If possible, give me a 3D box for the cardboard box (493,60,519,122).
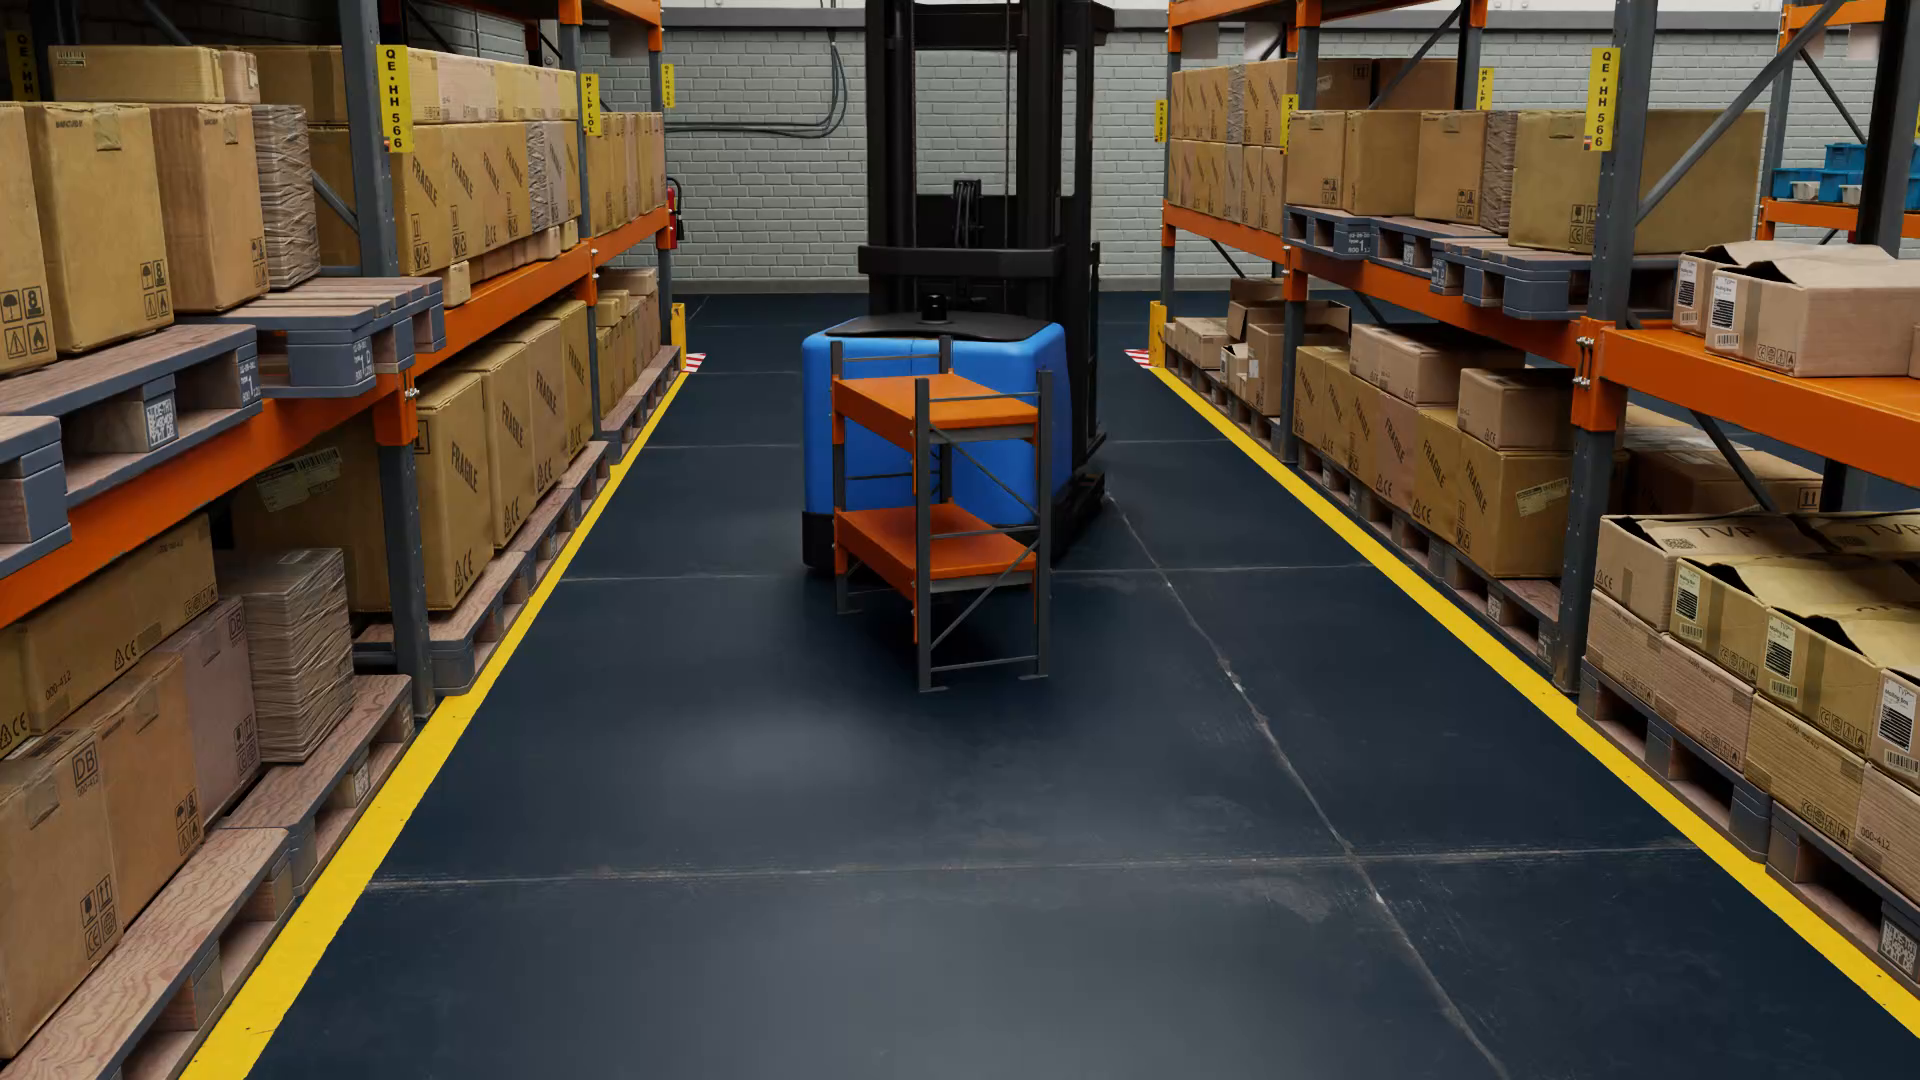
[{"bbox_3d":[-2.187,-1.913,7.097,0.500,0.250,0.500,-1,14,-5],"label":"cardboard box"}]

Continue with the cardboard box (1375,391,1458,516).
[{"bbox_3d":[2.272,-0.414,7.747,0.500,0.500,0.500,-1,14,-6],"label":"cardboard box"}]

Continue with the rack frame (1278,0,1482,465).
[{"bbox_3d":[2.387,-1.918,9.460,1.000,3.000,0.127,-1,14,-3],"label":"rack frame"}]

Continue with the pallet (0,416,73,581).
[{"bbox_3d":[-1.963,0.050,2.198,1.003,0.211,1.213,-1,14,-3],"label":"pallet"}]

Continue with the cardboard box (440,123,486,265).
[{"bbox_3d":[-2.107,-1.303,6.232,0.500,0.500,0.500,0,14,-2],"label":"cardboard box"}]

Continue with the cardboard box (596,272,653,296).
[{"bbox_3d":[-2.455,-1.877,12.173,0.380,0.149,0.250,0,14,-2],"label":"cardboard box"}]

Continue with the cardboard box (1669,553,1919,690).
[{"bbox_3d":[2.415,0.199,4.783,0.500,0.311,0.500,-1,14,-5],"label":"cardboard box"}]

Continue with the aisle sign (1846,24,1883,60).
[{"bbox_3d":[7.371,-4.269,13.383,0.394,0.787,0.004,-1,14,-3],"label":"aisle sign"}]

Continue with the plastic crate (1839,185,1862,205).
[{"bbox_3d":[6.749,-2.573,12.416,0.250,0.136,0.298,-1,14,-3],"label":"plastic crate"}]

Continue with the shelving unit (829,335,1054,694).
[{"bbox_3d":[-0.095,-0.143,6.324,0.538,1.125,1.048,-5,15,-20],"label":"shelving unit"}]

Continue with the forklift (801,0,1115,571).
[{"bbox_3d":[0.144,-1.571,8.251,1.130,2.935,3.031,3,15,13],"label":"forklift"}]

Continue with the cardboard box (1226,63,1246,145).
[{"bbox_3d":[2.032,-2.825,10.778,0.500,0.500,0.500,-1,14,-3],"label":"cardboard box"}]

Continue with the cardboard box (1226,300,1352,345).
[{"bbox_3d":[2.266,-1.389,11.532,0.797,0.503,0.637,-1,14,-3],"label":"cardboard box"}]

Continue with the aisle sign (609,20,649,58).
[{"bbox_3d":[-2.510,-4.117,12.789,0.394,0.787,0.004,-1,14,-3],"label":"aisle sign"}]

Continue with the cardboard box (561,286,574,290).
[{"bbox_3d":[-2.773,-1.619,11.172,0.380,0.149,0.250,-1,14,-4],"label":"cardboard box"}]

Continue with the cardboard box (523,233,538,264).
[{"bbox_3d":[-2.219,-1.395,7.891,0.380,0.149,0.250,-1,14,-3],"label":"cardboard box"}]

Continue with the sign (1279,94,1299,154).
[{"bbox_3d":[1.846,-2.327,9.312,0.100,0.325,0.005,-1,14,-3],"label":"sign"}]

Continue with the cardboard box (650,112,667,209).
[{"bbox_3d":[-2.763,-2.854,12.496,0.980,0.700,0.700,0,14,-1],"label":"cardboard box"}]

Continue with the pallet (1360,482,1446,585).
[{"bbox_3d":[2.554,-0.061,7.841,1.003,0.211,1.213,-1,14,-3],"label":"pallet"}]

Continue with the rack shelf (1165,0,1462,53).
[{"bbox_3d":[2.263,-3.519,11.109,1.077,0.370,4.000,-1,14,-3],"label":"rack shelf"}]

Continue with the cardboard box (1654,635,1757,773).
[{"bbox_3d":[2.406,0.465,4.874,0.500,0.250,0.500,-1,14,-5],"label":"cardboard box"}]

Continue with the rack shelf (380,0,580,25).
[{"bbox_3d":[-2.433,-2.447,6.942,1.077,0.370,4.000,-1,14,-3],"label":"rack shelf"}]

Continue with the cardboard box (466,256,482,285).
[{"bbox_3d":[-2.206,-1.139,6.896,0.380,0.149,0.250,-1,14,-3],"label":"cardboard box"}]

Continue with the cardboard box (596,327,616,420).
[{"bbox_3d":[-2.501,-1.021,10.147,0.700,0.500,0.500,-1,14,-3],"label":"cardboard box"}]

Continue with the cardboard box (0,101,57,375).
[{"bbox_3d":[-2.158,-0.542,3.028,0.700,0.500,0.500,1,14,4],"label":"cardboard box"}]

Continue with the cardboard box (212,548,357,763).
[{"bbox_3d":[-2.212,0.330,4.857,0.700,0.500,0.500,-1,14,-3],"label":"cardboard box"}]

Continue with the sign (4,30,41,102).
[{"bbox_3d":[-2.863,-1.397,5.112,0.100,0.325,0.005,-1,14,-3],"label":"sign"}]

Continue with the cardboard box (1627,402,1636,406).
[{"bbox_3d":[2.790,-0.428,7.802,0.500,0.500,0.500,-1,14,-5],"label":"cardboard box"}]

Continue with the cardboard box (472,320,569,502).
[{"bbox_3d":[-2.329,-0.622,7.895,0.750,0.750,0.750,0,14,-2],"label":"cardboard box"}]

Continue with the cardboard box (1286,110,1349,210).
[{"bbox_3d":[2.193,-2.048,8.924,0.700,0.500,0.500,-6,16,-22],"label":"cardboard box"}]

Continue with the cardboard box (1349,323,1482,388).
[{"bbox_3d":[2.236,-0.911,8.174,0.500,0.250,0.500,-1,14,-3],"label":"cardboard box"}]

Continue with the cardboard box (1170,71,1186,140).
[{"bbox_3d":[1.904,-3.331,12.745,0.500,0.500,0.500,0,14,-2],"label":"cardboard box"}]

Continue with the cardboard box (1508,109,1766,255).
[{"bbox_3d":[2.483,-1.330,6.131,0.700,0.500,0.500,-6,16,-22],"label":"cardboard box"}]

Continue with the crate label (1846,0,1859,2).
[{"bbox_3d":[6.818,-4.134,12.354,0.408,0.251,0.502,-1,14,-3],"label":"crate label"}]

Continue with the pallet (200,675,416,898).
[{"bbox_3d":[-2.262,0.699,4.885,1.003,0.211,1.213,-1,14,-3],"label":"pallet"}]

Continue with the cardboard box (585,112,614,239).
[{"bbox_3d":[-2.574,-2.121,9.647,0.980,0.700,0.700,-1,14,-3],"label":"cardboard box"}]

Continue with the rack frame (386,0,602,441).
[{"bbox_3d":[-2.557,-1.840,9.159,1.000,3.000,0.127,-1,14,-3],"label":"rack frame"}]

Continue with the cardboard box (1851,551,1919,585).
[{"bbox_3d":[2.952,0.189,4.821,0.500,0.311,0.500,-1,14,-4],"label":"cardboard box"}]

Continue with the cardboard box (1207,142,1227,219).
[{"bbox_3d":[1.998,-2.469,11.402,0.500,0.500,0.500,-1,14,-3],"label":"cardboard box"}]

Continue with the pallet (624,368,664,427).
[{"bbox_3d":[-2.604,-0.984,11.428,1.003,0.211,1.213,-1,14,-3],"label":"pallet"}]

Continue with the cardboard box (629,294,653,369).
[{"bbox_3d":[-2.630,-1.531,12.130,0.700,0.500,0.500,-1,14,-4],"label":"cardboard box"}]

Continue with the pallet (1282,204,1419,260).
[{"bbox_3d":[2.328,-1.624,8.705,1.003,0.211,1.213,-1,14,-3],"label":"pallet"}]

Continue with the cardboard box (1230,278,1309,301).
[{"bbox_3d":[2.419,-1.784,13.072,0.500,0.500,0.500,-1,14,-3],"label":"cardboard box"}]

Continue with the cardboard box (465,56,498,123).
[{"bbox_3d":[-2.149,-1.786,6.604,0.500,0.250,0.500,-1,14,-3],"label":"cardboard box"}]

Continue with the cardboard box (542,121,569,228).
[{"bbox_3d":[-2.235,-1.805,8.184,0.500,0.500,0.500,-1,14,-3],"label":"cardboard box"}]

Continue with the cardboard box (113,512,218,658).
[{"bbox_3d":[-2.240,0.110,4.208,0.500,0.250,0.500,-1,14,-2],"label":"cardboard box"}]

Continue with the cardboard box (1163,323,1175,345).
[{"bbox_3d":[1.822,-1.635,13.201,0.380,0.149,0.250,-1,14,-3],"label":"cardboard box"}]

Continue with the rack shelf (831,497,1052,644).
[{"bbox_3d":[-0.095,0.094,6.385,0.538,0.278,1.000,-5,15,-20],"label":"rack shelf"}]

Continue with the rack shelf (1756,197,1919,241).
[{"bbox_3d":[7.207,-2.142,11.776,1.077,0.370,4.000,-1,14,-3],"label":"rack shelf"}]

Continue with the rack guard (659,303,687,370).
[{"bbox_3d":[-2.806,-1.631,13.360,1.175,0.500,0.348,-1,14,-3],"label":"rack guard"}]

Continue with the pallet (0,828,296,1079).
[{"bbox_3d":[-2.190,1.002,3.708,1.003,0.211,1.213,-1,14,-3],"label":"pallet"}]
